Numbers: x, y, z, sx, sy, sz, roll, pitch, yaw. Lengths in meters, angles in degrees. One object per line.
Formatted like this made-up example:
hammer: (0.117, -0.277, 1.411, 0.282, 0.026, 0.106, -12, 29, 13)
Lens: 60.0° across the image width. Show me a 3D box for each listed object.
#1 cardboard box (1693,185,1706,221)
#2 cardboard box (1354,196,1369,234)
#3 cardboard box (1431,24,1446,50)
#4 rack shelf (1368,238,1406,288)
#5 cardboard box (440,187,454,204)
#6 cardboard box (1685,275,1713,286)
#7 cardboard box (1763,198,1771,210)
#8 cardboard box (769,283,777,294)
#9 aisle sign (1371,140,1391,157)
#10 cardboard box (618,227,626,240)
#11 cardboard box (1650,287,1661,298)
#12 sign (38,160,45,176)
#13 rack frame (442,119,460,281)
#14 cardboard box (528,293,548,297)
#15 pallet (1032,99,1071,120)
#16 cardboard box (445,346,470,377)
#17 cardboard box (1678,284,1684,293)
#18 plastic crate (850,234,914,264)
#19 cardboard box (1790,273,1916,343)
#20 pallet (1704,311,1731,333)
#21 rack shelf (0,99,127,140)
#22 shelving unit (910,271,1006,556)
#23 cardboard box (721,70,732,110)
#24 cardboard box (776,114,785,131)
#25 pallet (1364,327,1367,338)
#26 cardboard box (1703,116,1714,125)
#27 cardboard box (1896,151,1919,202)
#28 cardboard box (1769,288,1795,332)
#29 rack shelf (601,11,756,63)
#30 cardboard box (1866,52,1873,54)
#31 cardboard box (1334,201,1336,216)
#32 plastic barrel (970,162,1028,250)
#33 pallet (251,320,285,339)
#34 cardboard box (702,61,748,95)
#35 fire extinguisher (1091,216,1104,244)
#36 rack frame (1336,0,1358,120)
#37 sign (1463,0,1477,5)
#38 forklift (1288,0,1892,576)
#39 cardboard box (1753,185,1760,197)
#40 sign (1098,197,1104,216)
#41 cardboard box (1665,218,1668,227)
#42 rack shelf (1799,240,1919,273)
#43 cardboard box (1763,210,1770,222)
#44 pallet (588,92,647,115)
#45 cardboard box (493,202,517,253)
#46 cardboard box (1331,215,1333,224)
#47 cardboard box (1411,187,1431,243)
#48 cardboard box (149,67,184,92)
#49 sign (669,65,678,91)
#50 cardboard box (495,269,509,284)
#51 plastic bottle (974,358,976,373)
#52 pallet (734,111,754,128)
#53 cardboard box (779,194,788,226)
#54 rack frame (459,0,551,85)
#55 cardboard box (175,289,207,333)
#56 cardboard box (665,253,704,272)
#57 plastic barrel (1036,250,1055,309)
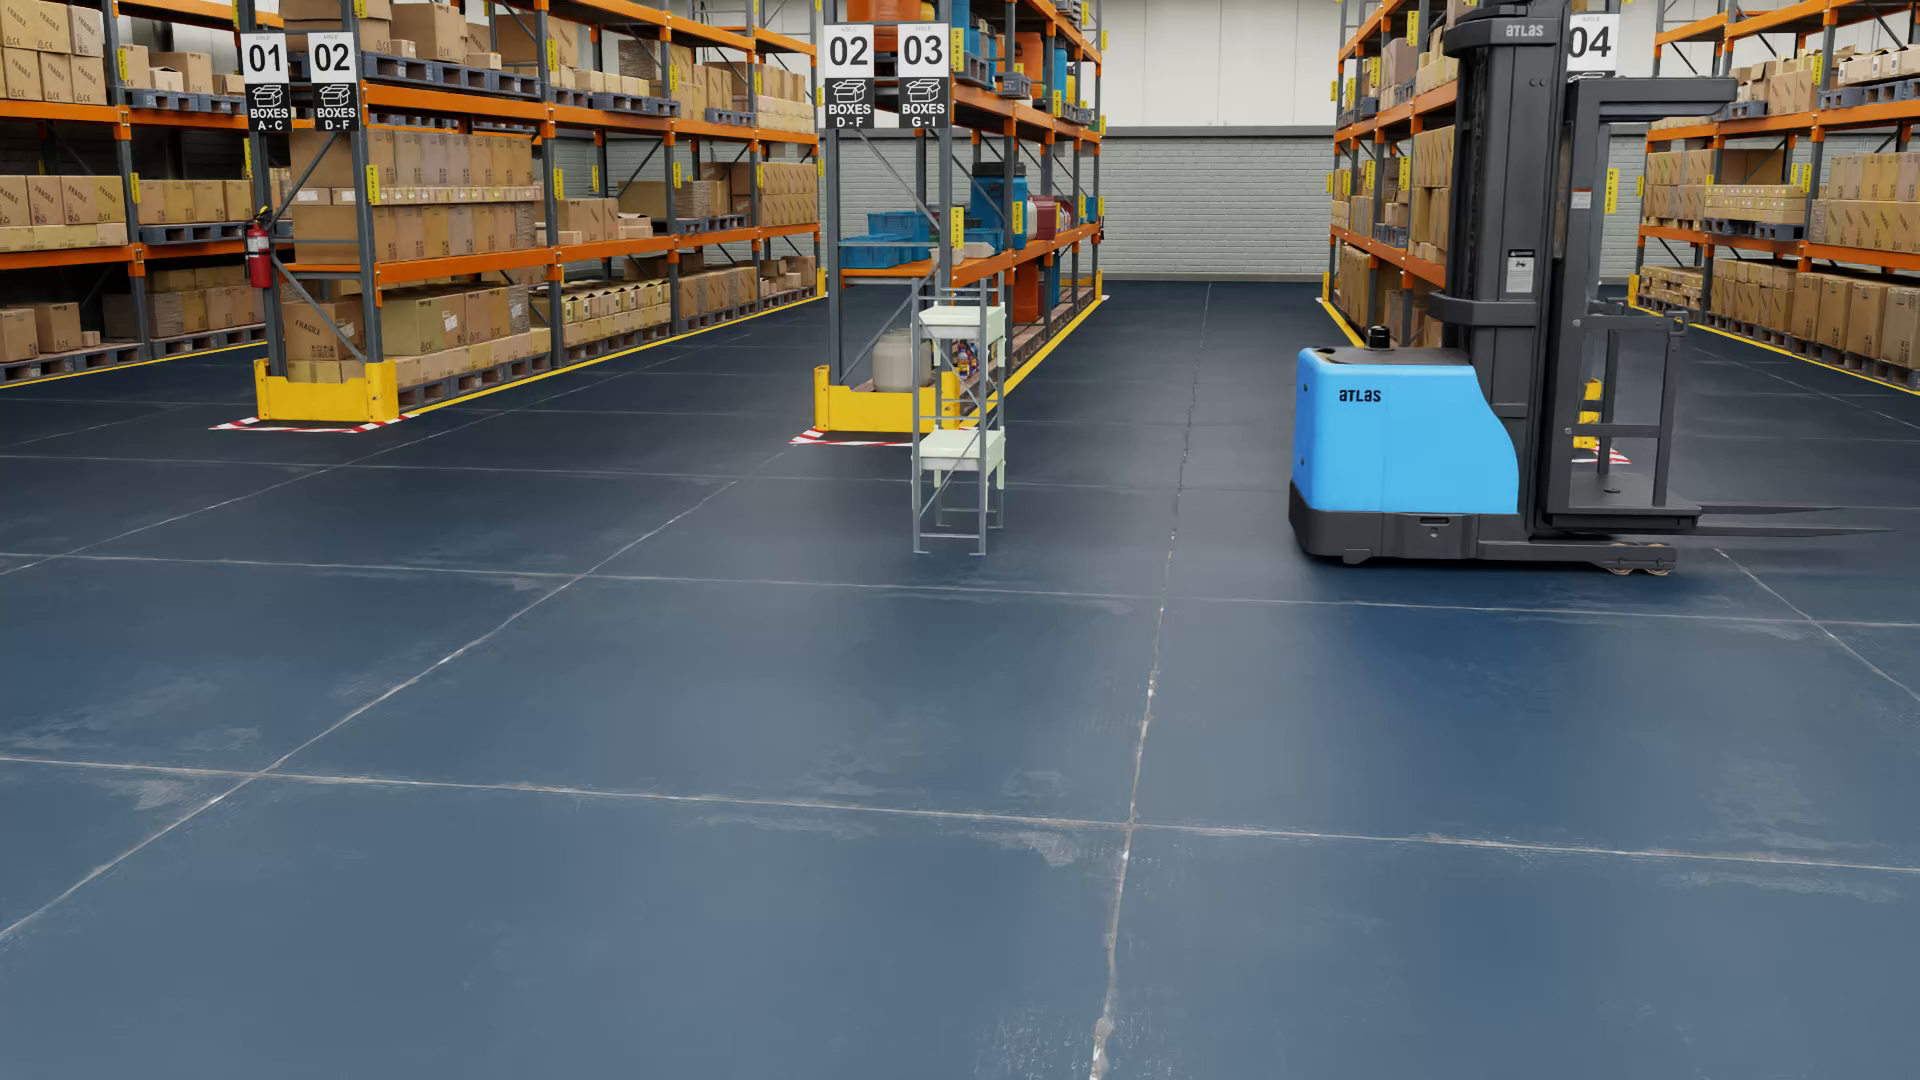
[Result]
cardboard box: (10.855, -4.827, 23.830, 0.500, 0.500, 0.500, 2, 12, 9)
cardboard box: (5.703, -4.457, 22.819, 0.500, 0.500, 0.500, 2, 12, 7)
cardboard box: (5.114, -4.856, 16.546, 0.797, 0.503, 0.637, 1, 12, 6)
rack shelf: (5.252, -3.104, 18.486, 1.077, 0.370, 4.000, 2, 12, 9)
cardboard box: (-4.990, -3.238, 15.619, 0.380, 0.149, 0.250, 2, 12, 8)
cardboard box: (10.889, -3.815, 24.432, 0.380, 0.149, 0.250, 2, 12, 8)
cardboard box: (10.148, -4.147, 20.507, 0.380, 0.149, 0.250, 2, 12, 10)
cardboard box: (-3.212, -4.118, 27.160, 0.380, 0.166, 0.250, 2, 12, 9)
aisle sign: (7.097, -6.814, 27.820, 0.394, 0.787, 0.004, 2, 12, 9)
cardboard box: (-4.369, -3.804, 20.621, 0.380, 0.149, 0.250, 3, 12, 13)
cardboard box: (11.140, -3.910, 26.287, 0.380, 0.149, 0.250, 2, 12, 9)
sign: (-10.288, -4.104, 18.670, 0.100, 0.325, 0.005, 2, 12, 9)
rack frame: (-8.509, -5.186, 26.439, 1.000, 3.000, 0.127, 2, 12, 9)
cardboard box: (-4.991, -2.699, 19.095, 0.500, 0.311, 0.500, 2, 12, 10)
pallet: (0.880, -5.563, 21.514, 1.003, 0.211, 1.213, 2, 12, 9)
cardboard box: (-5.006, -1.703, 15.804, 0.500, 0.250, 0.500, 2, 12, 9)
cardboard box: (11.003, -3.772, 24.940, 0.380, 0.149, 0.250, 2, 12, 10)
plastic crate: (-0.678, -2.544, 14.529, 0.499, 0.251, 0.408, 2, 12, 9)
cardboard box: (10.262, -2.672, 19.116, 1.050, 0.750, 0.750, 2, 12, 8)
pallet: (10.942, -2.998, 22.903, 1.003, 0.211, 1.213, 2, 12, 9)
rack shelf: (-10.047, -4.219, 16.540, 1.077, 0.370, 4.000, 2, 12, 9)
shelving unit: (-0.001, -0.732, 9.329, 0.431, 1.500, 0.755, 2, 12, 9)
cardboard box: (-3.764, -6.694, 24.841, 0.600, 0.600, 0.600, 1, 12, 3)
cardboard box: (-3.135, -6.721, 26.796, 0.500, 0.250, 0.500, 2, 12, 9)
pallet: (5.755, -2.671, 21.386, 1.003, 0.211, 1.213, 2, 12, 9)
cardboard box: (10.869, -6.027, 23.576, 0.500, 0.250, 0.500, 2, 12, 10)
cardboard box: (10.055, -3.711, 16.984, 0.700, 0.500, 0.500, 2, 12, 9)
cardboard box: (10.288, -2.819, 20.392, 0.500, 0.500, 0.500, 2, 12, 8)
rack shelf: (-3.921, -6.996, 23.252, 1.077, 0.370, 4.000, 2, 12, 9)
cardboard box: (10.859, -5.817, 20.191, 0.396, 0.266, 0.258, 2, 12, 9)
cardboard box: (6.376, -5.410, 27.127, 0.500, 0.250, 0.500, 2, 12, 8)
plastic barrel: (0.409, -3.516, 17.497, 0.600, 0.901, 0.708, 2, 12, 9)
pallet: (-9.245, -2.828, 22.115, 1.003, 0.211, 1.213, 2, 12, 9)
cardboard box: (-3.576, -7.133, 25.742, 0.700, 0.500, 0.500, 2, 12, 9)
fire extinguisher: (2.368, -5.495, 28.938, 0.296, 0.674, 0.183, 2, 12, 9)
rack frame: (6.790, -8.470, 27.437, 1.000, 3.000, 0.127, 2, 12, 9)
sign: (3.784, -4.128, 12.308, 0.100, 0.325, 0.005, 2, 12, 9)
forklift: (3.390, -1.364, 8.867, 3.031, 2.935, 1.130, 1, 12, 5)
cardboard box: (10.229, -4.393, 20.946, 0.380, 0.149, 0.250, 2, 12, 9)
sign: (2.442, -5.763, 28.729, 0.100, 0.325, 0.005, 2, 12, 9)
cardboard box: (11.239, -4.954, 25.955, 0.380, 0.149, 0.250, 2, 12, 8)
rack shelf: (10.137, -2.923, 17.642, 1.077, 0.370, 4.000, 2, 12, 9)
cardboard box: (10.146, -3.996, 20.514, 0.380, 0.149, 0.250, 2, 12, 10)
pallet: (-4.414, -5.191, 19.789, 1.003, 0.211, 1.213, 2, 12, 11)
cardboard box: (-4.980, -3.208, 17.020, 0.700, 0.500, 0.500, 2, 12, 8)
cardboard box: (6.409, -5.352, 27.802, 0.380, 0.149, 0.250, 2, 12, 9)
cardboard box: (4.702, -3.039, 15.533, 0.875, 0.500, 0.500, 2, 12, 9)
cardboard box: (-9.481, -5.389, 19.472, 0.500, 0.311, 0.500, 2, 12, 10)
sign: (-3.681, -5.932, 21.364, 0.100, 0.325, 0.005, 2, 12, 9)
cardboard box: (-8.131, -4.533, 28.346, 0.700, 0.500, 0.500, 2, 12, 10)
plastic bottle: (0.105, -1.695, 15.835, 0.097, 0.201, 0.097, 0, 12, 0)
pallet: (-3.783, -6.268, 24.783, 1.213, 0.211, 1.003, 2, 12, 9)
cardboard box: (-3.111, -5.384, 27.117, 0.500, 0.500, 0.500, 2, 12, 8)
rack frame: (-4.844, -6.294, 17.339, 1.000, 3.000, 0.127, 2, 12, 9)
cardboard box: (-9.612, -2.777, 20.149, 0.700, 0.500, 0.500, 2, 12, 8)
cardboard box: (-4.082, -4.085, 24.440, 0.500, 0.250, 0.500, 2, 12, 9)
plastic barrel: (1.071, -3.785, 23.920, 0.600, 0.901, 0.708, 2, 12, 9)
